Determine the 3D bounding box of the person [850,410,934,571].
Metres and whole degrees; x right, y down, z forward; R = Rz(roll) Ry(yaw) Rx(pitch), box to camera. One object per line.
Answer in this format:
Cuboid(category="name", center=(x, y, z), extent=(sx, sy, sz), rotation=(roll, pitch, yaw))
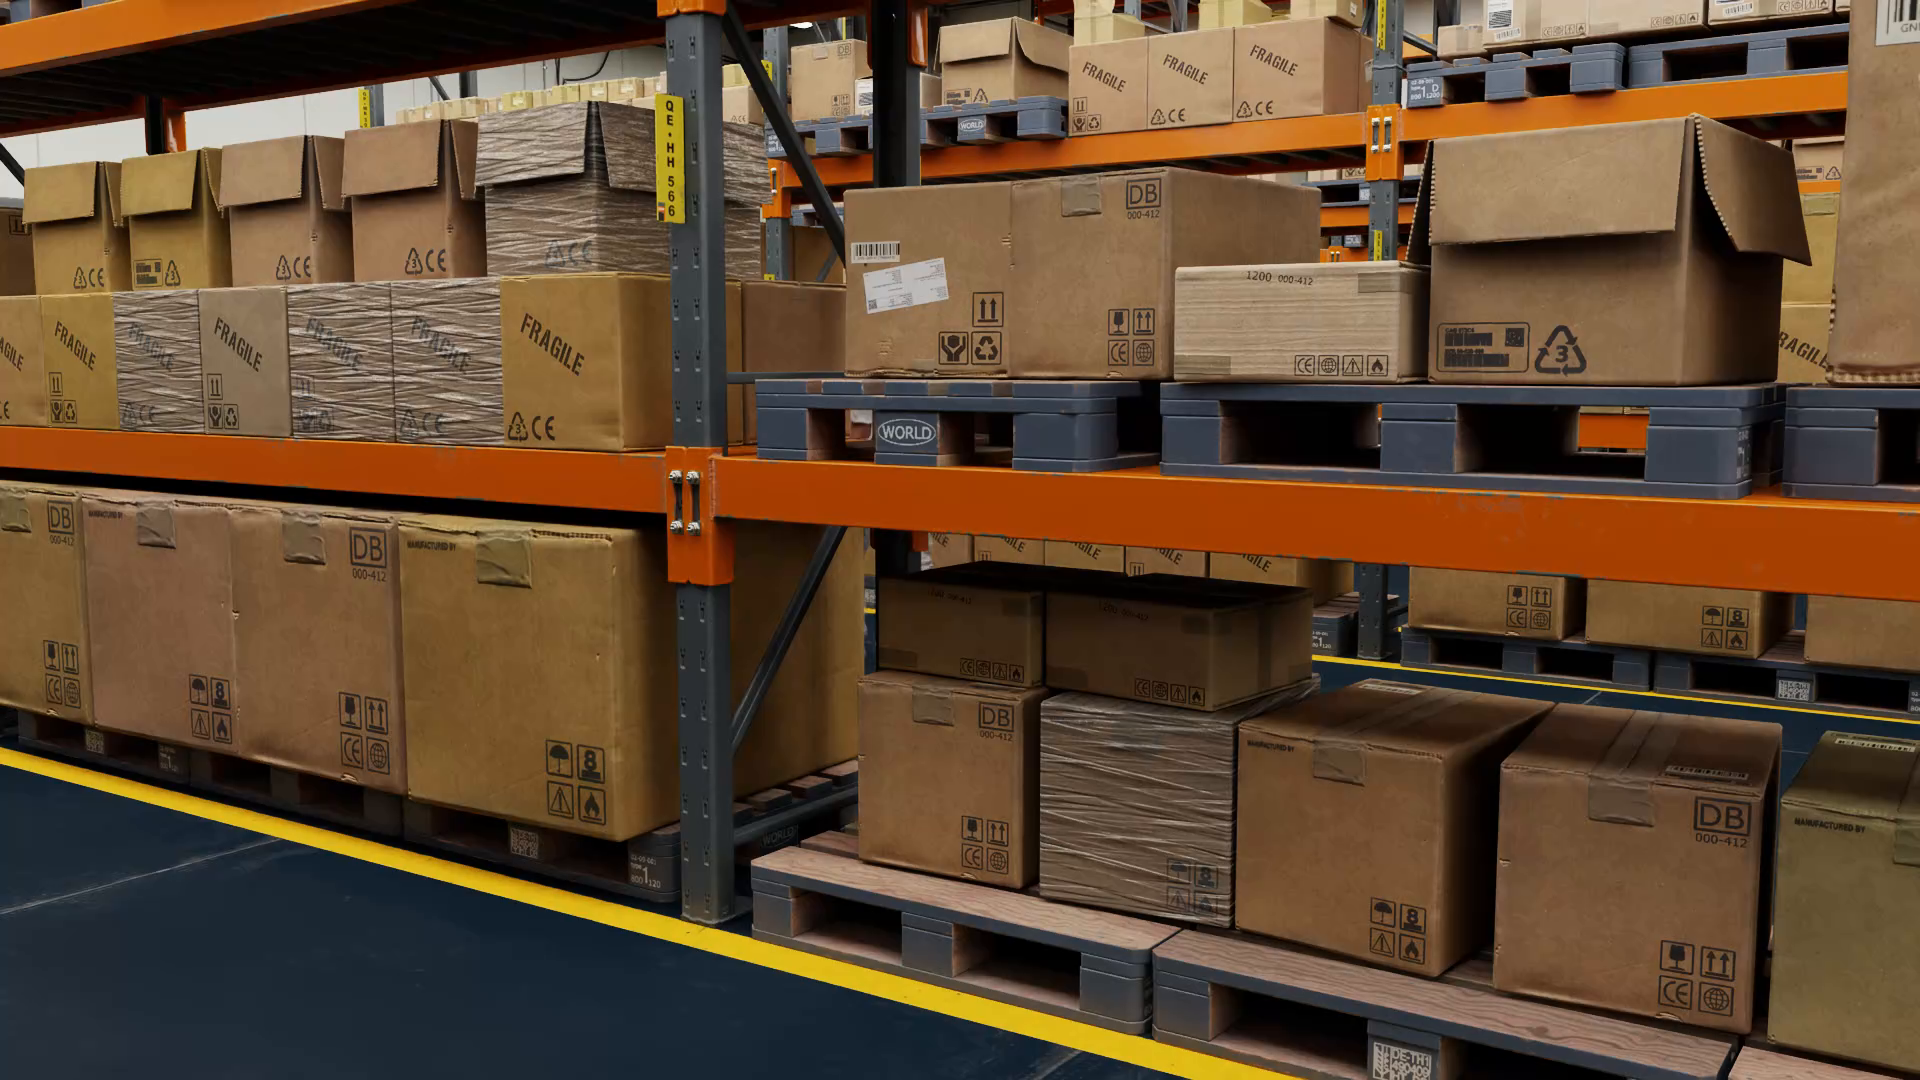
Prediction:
Cuboid(category="person", center=(-0.444, -0.251, 8.407), extent=(0.672, 1.753, 0.759), rotation=(-6, 9, -43))
